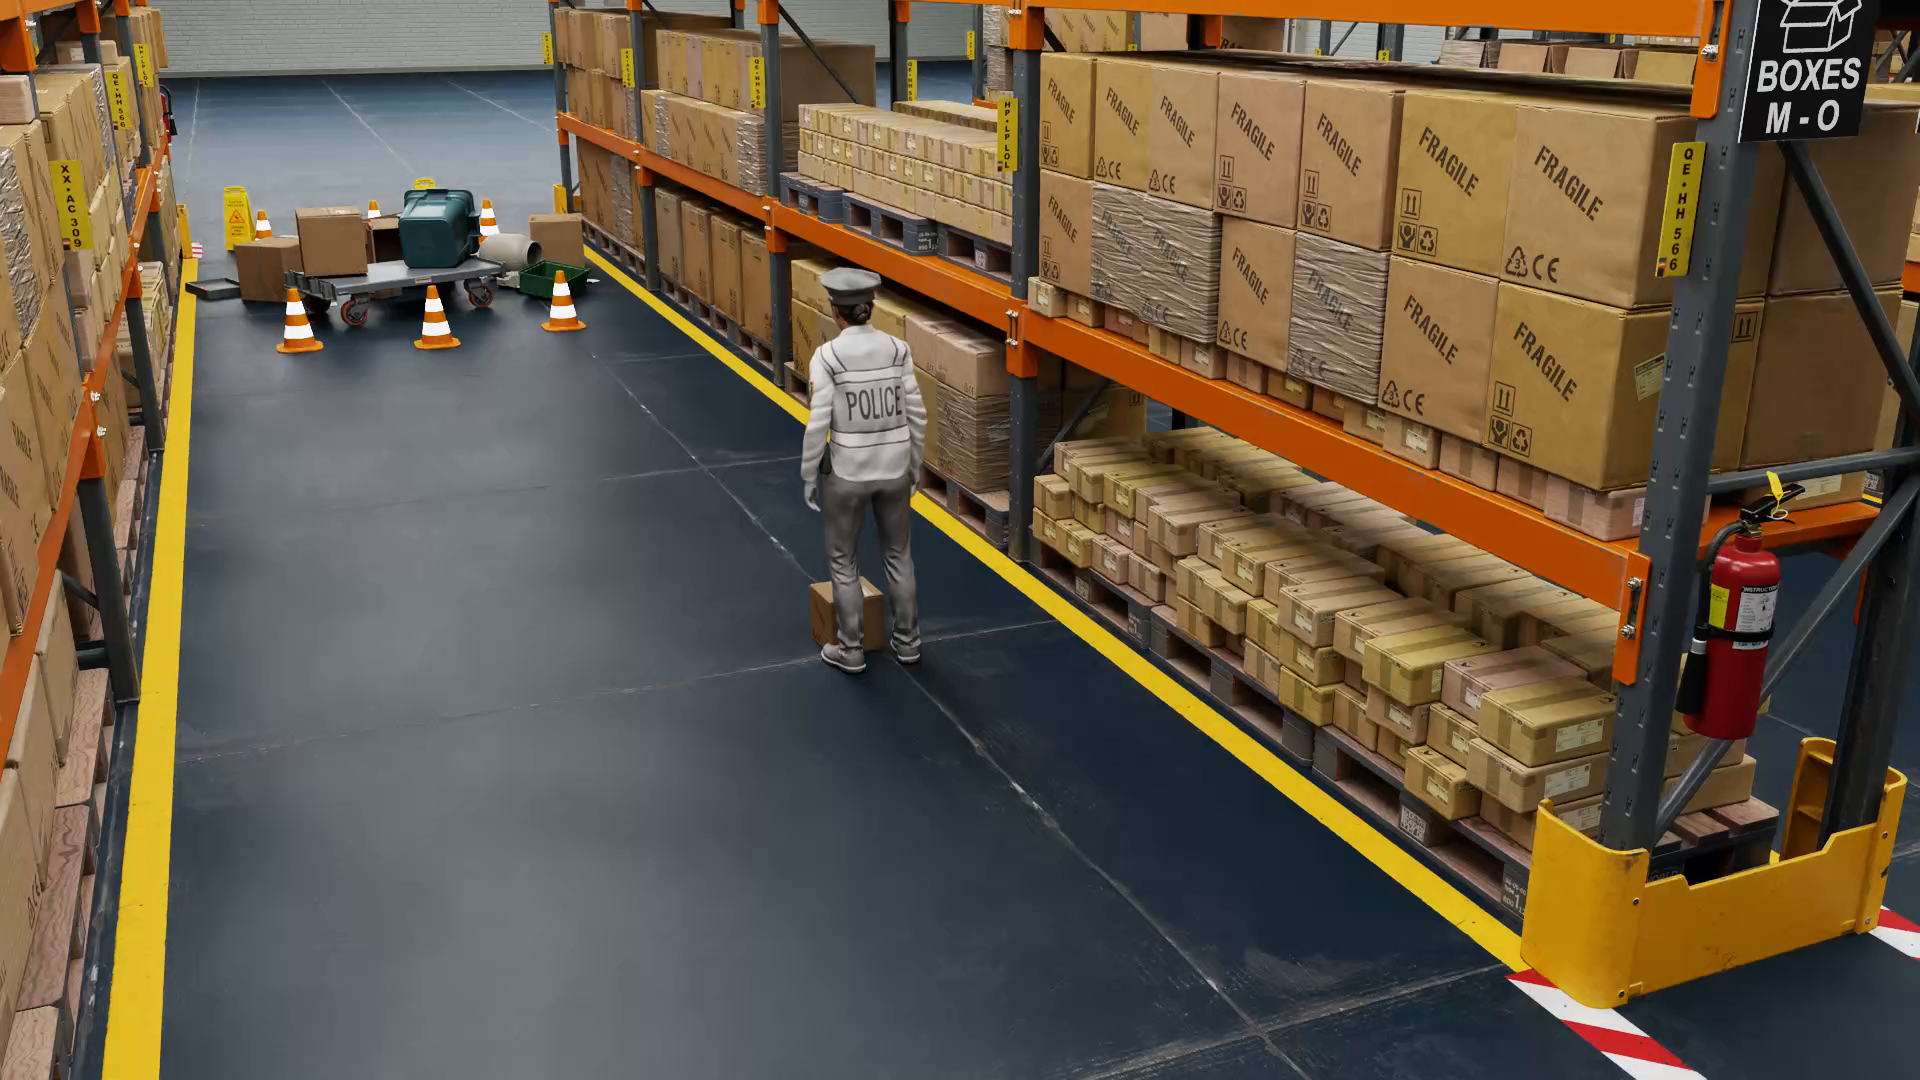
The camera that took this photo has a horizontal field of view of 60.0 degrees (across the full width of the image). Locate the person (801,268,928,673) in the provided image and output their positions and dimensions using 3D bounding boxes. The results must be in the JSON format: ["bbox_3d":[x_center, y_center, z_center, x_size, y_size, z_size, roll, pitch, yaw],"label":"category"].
[{"bbox_3d":[-0.395,-0.266,6.833,0.537,1.663,0.378,-8,21,-23],"label":"person"}]
